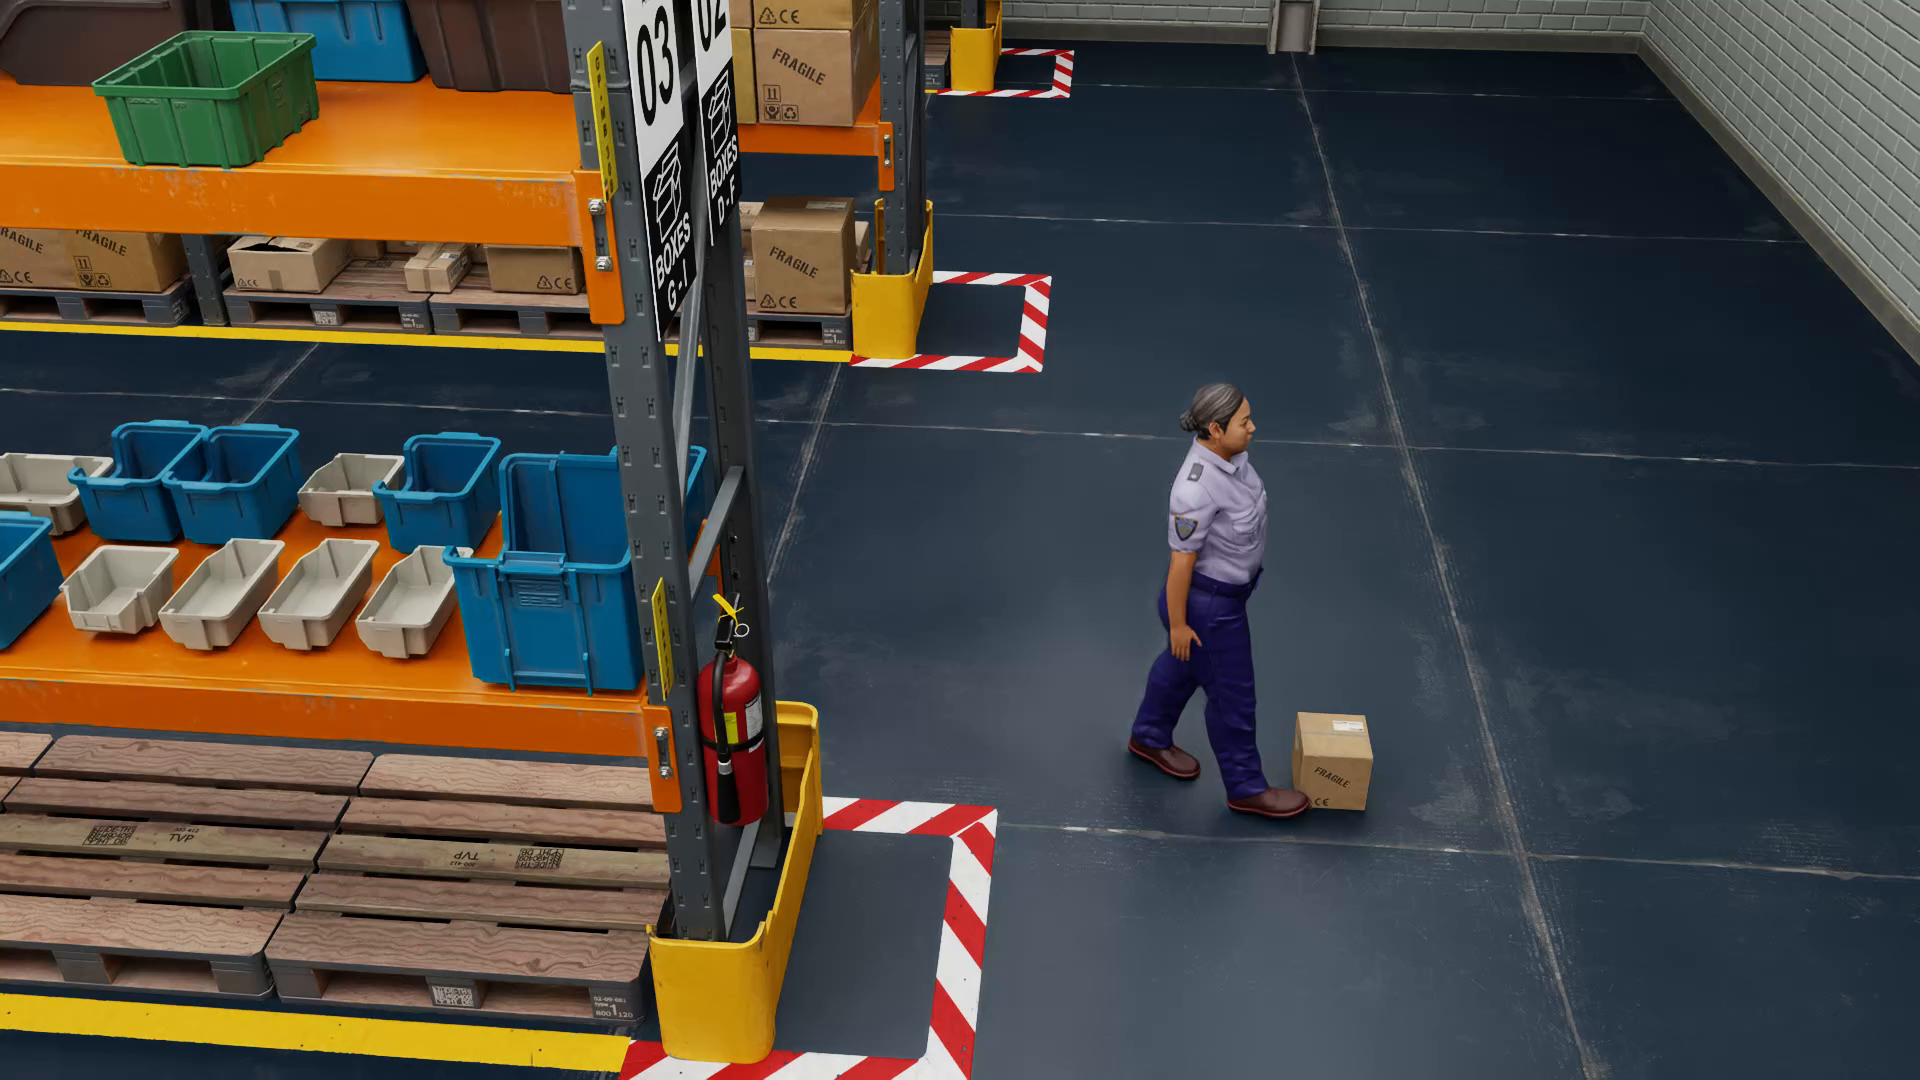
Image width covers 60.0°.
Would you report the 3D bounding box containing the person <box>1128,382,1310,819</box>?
[{"bbox_3d":[0.965,0.207,5.819,0.710,1.630,0.492,10,33,15],"label":"person"}]
